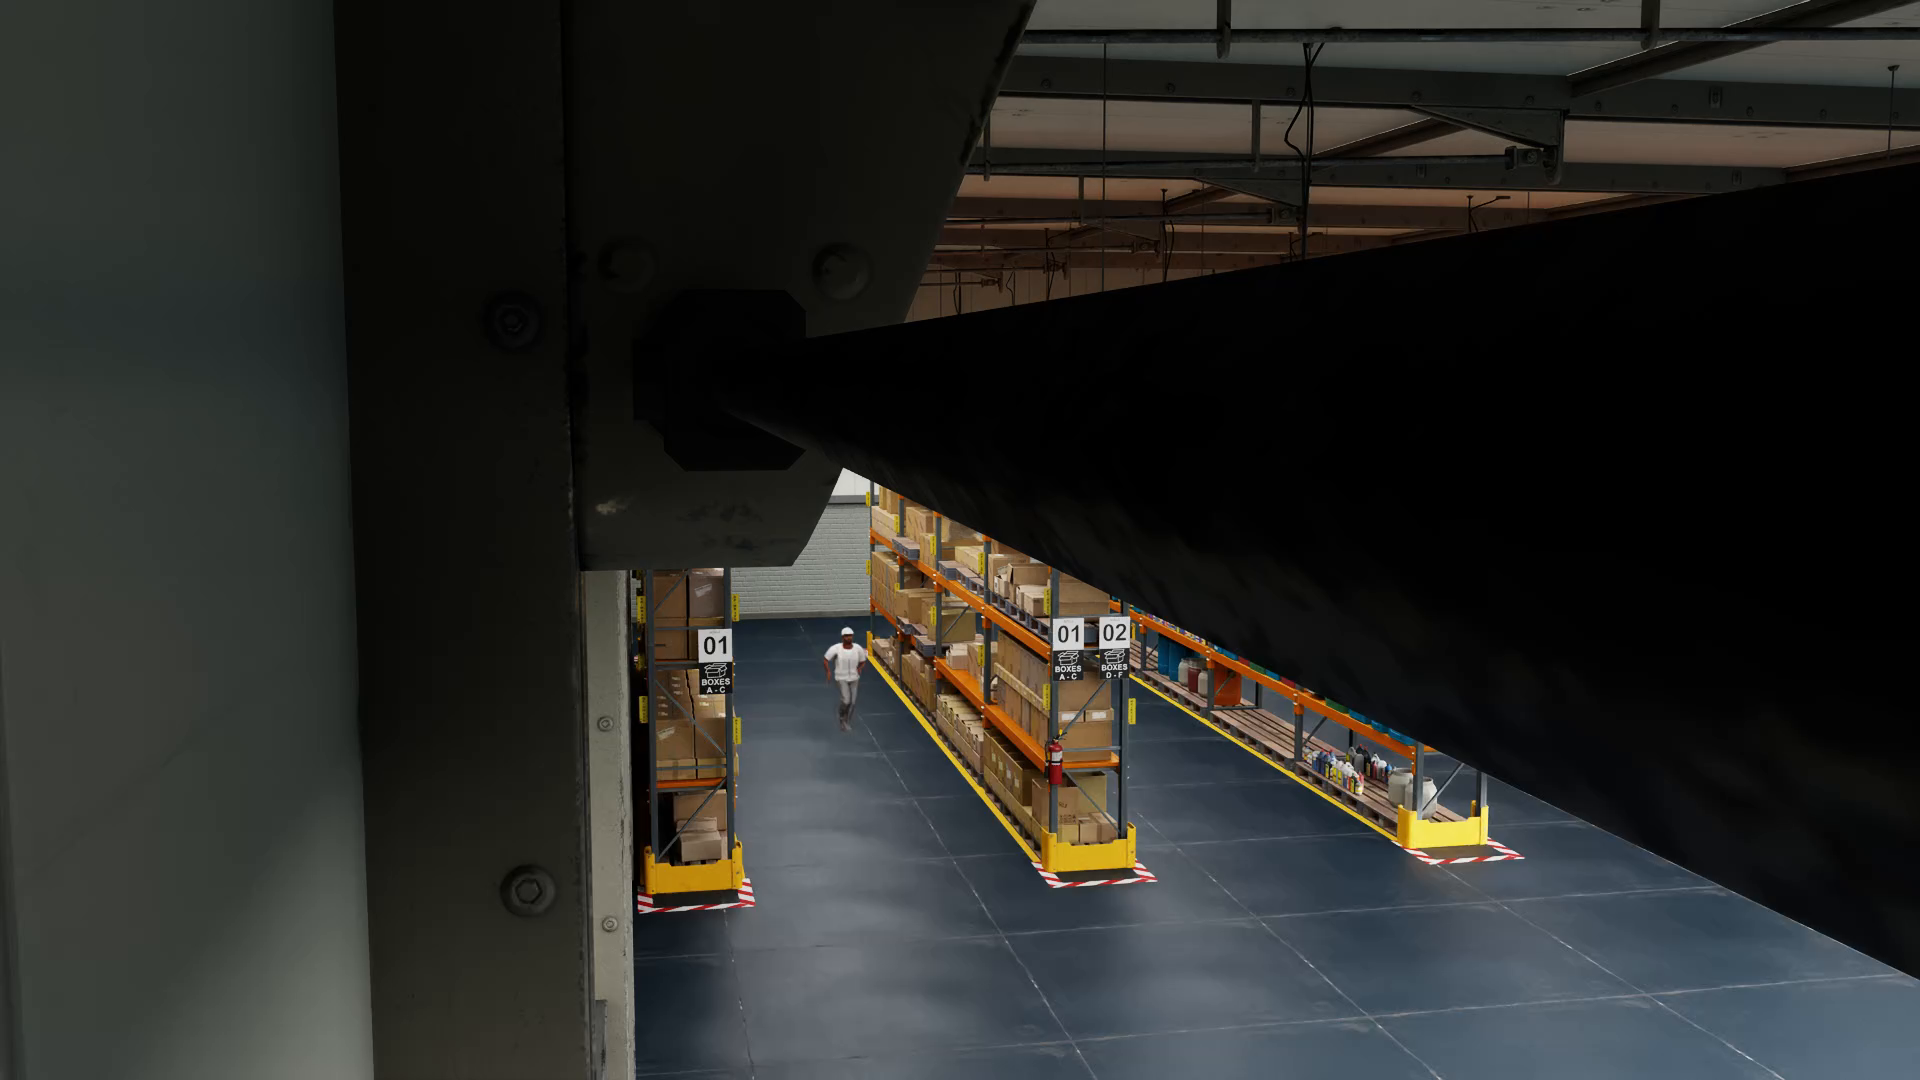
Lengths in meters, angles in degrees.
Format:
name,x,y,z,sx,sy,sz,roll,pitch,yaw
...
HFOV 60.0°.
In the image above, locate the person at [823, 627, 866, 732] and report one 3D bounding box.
name,x,y,z,sx,sy,sz,roll,pitch,yaw
person,-1.853,2.314,27.424,0.690,1.744,0.596,-2,6,-21
